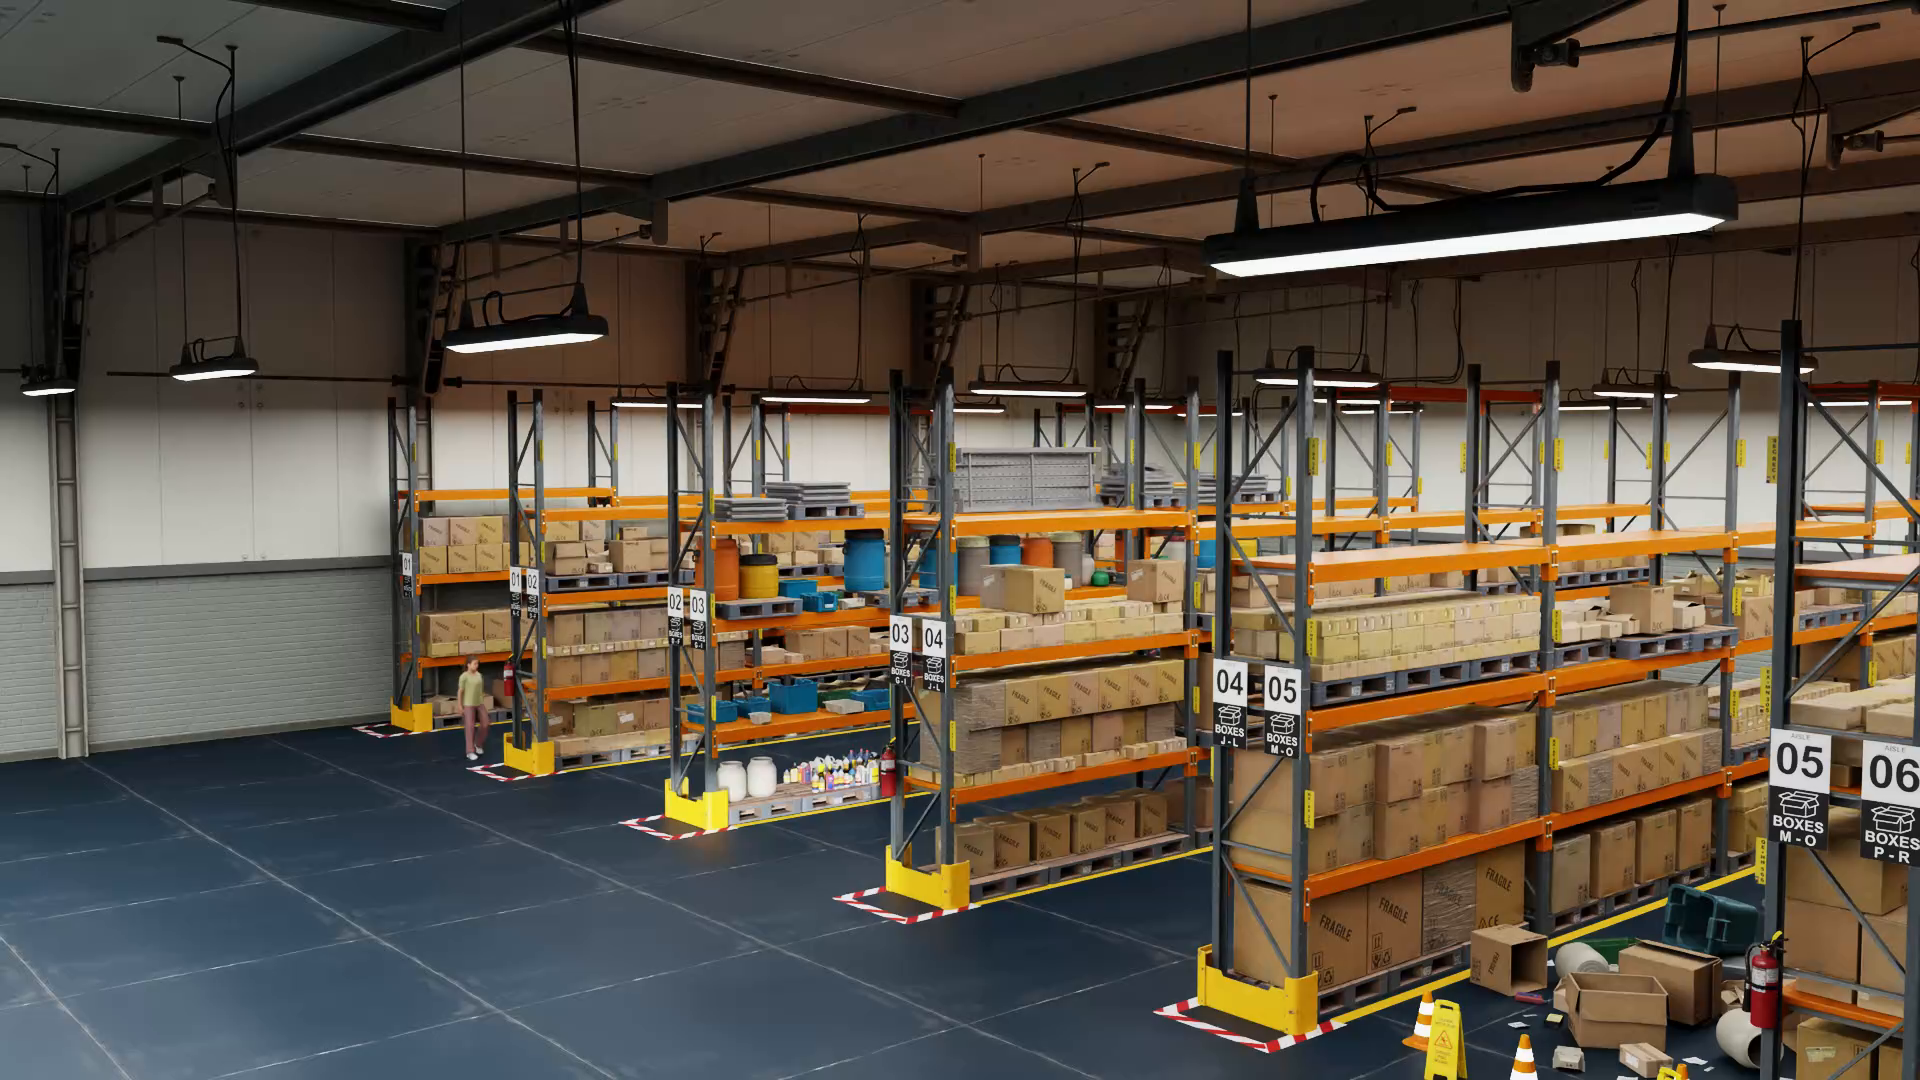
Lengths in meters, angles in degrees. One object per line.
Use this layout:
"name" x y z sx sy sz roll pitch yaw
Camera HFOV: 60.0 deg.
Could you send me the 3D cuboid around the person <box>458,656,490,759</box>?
"person" -8.020 2.741 27.383 0.497 1.679 0.517 2 4 35
